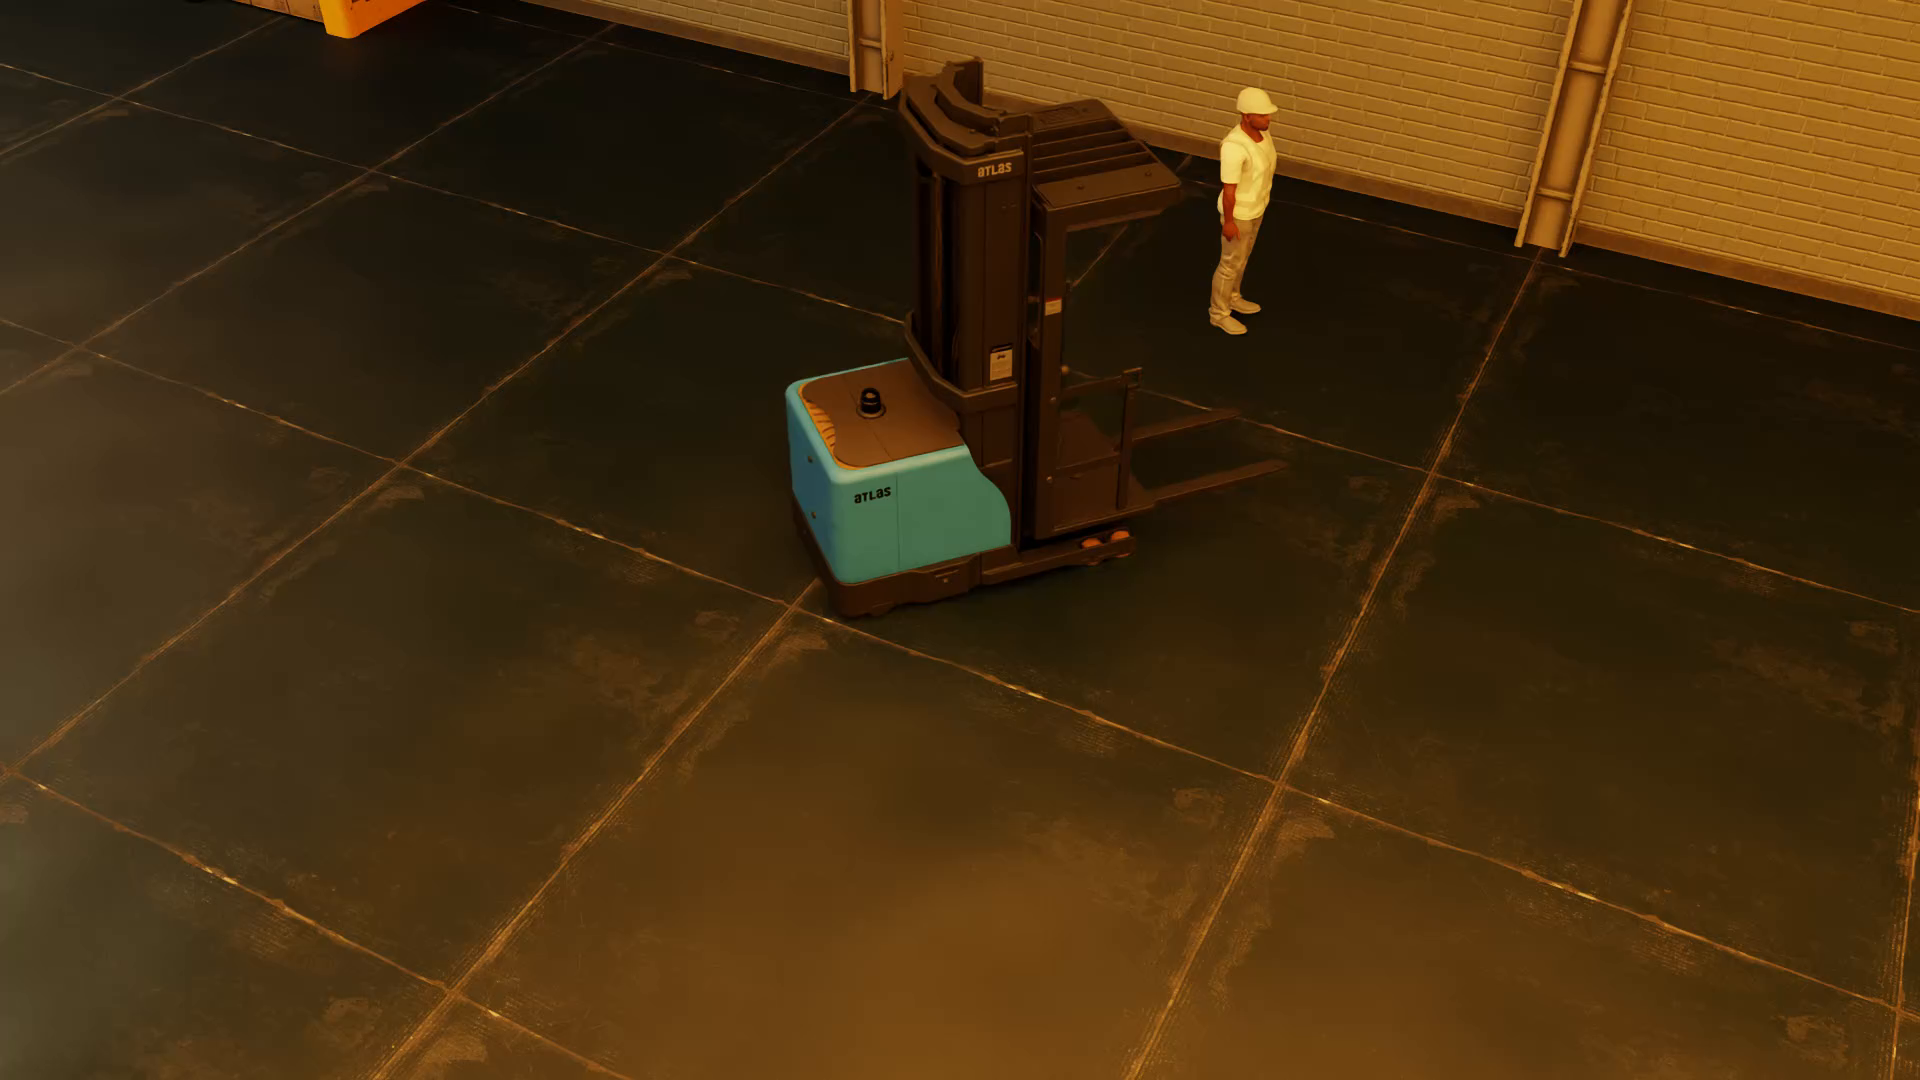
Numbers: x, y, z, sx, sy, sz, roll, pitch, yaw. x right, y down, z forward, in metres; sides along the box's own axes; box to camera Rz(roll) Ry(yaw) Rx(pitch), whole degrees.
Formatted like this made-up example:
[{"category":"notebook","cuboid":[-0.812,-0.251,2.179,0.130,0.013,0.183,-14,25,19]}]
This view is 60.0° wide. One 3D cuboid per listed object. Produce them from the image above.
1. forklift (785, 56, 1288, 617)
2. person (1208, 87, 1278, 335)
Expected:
[{"category":"forklift","cuboid":[0.535,-1.270,9.495,3.031,2.935,1.130,-14,42,-16]},{"category":"person","cuboid":[1.997,-2.321,11.645,0.370,1.771,0.564,19,44,21]}]
